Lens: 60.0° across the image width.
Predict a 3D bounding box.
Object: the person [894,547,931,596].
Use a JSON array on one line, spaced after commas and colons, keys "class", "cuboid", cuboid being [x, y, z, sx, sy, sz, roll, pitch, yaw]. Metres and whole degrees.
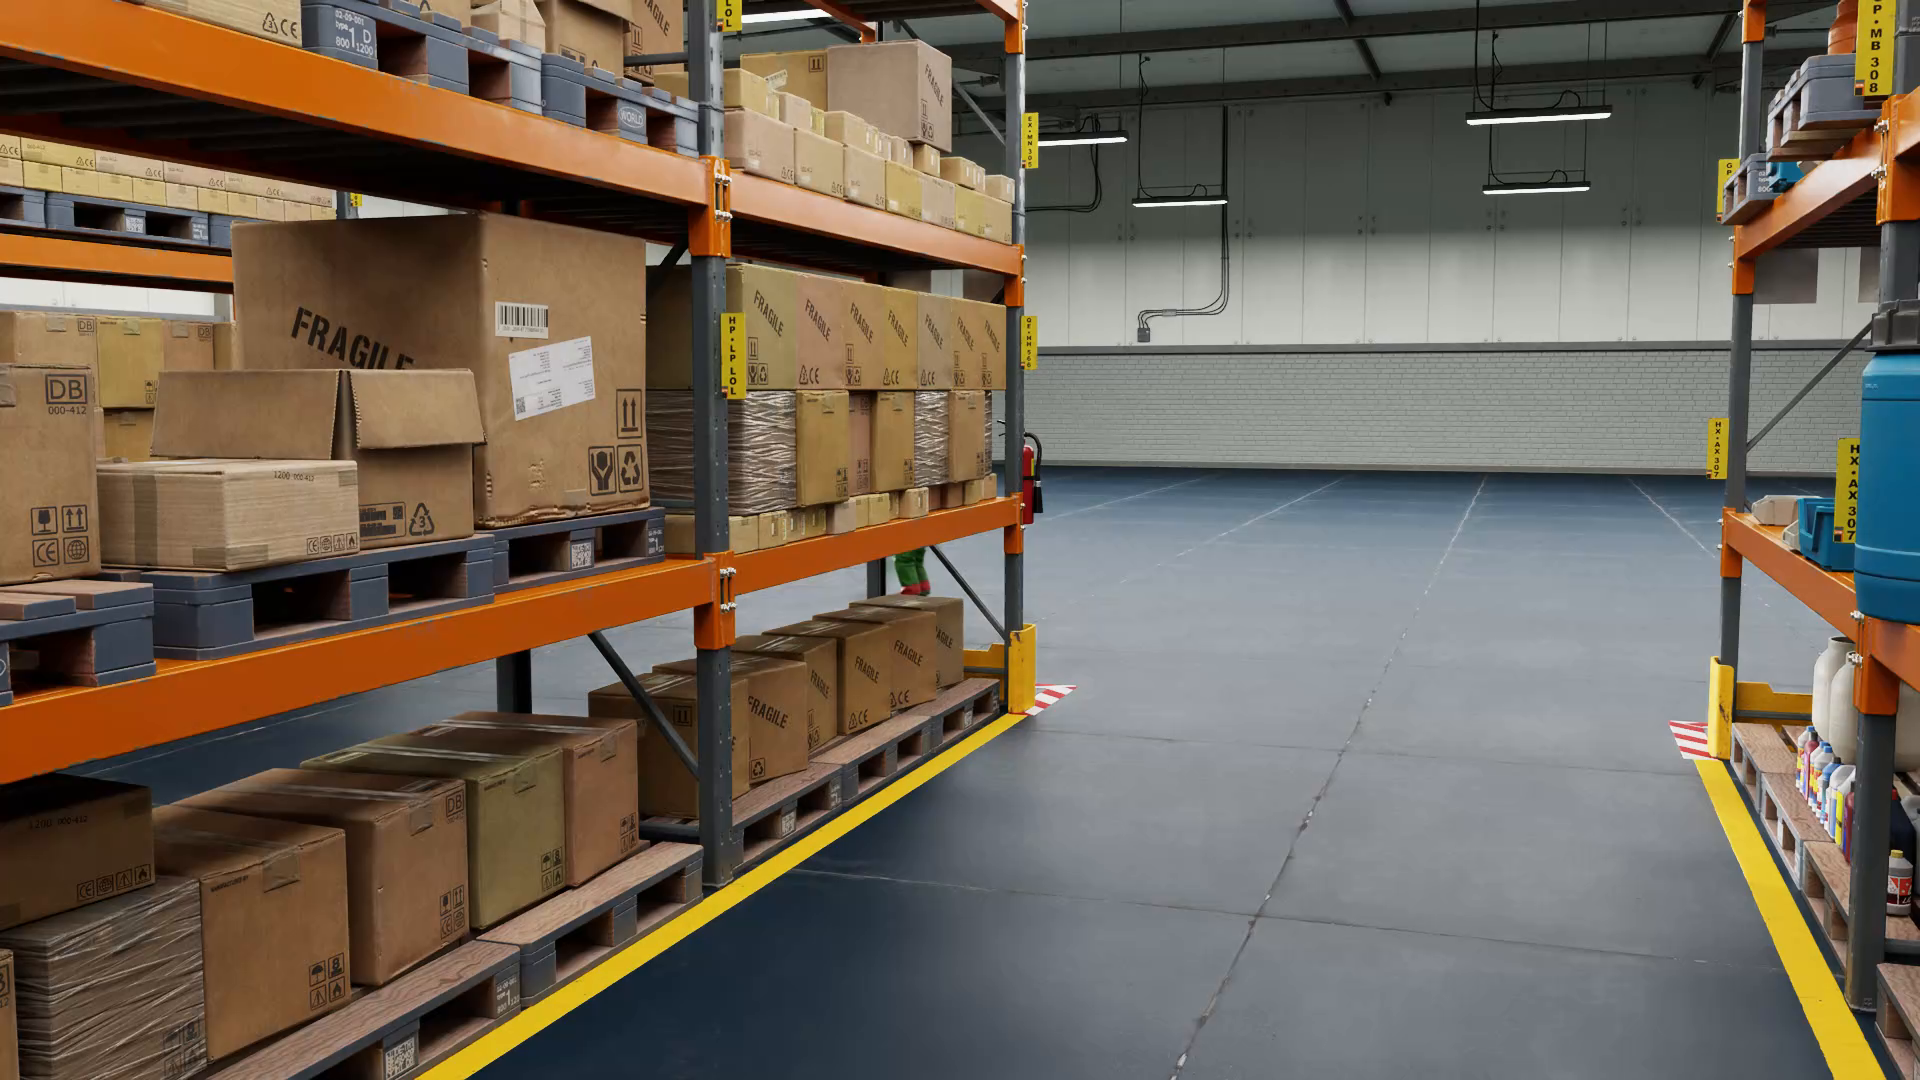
[{"class": "person", "cuboid": [-0.490, -0.179, 13.811, 0.559, 1.784, 0.495, 2, 5, 18]}]
